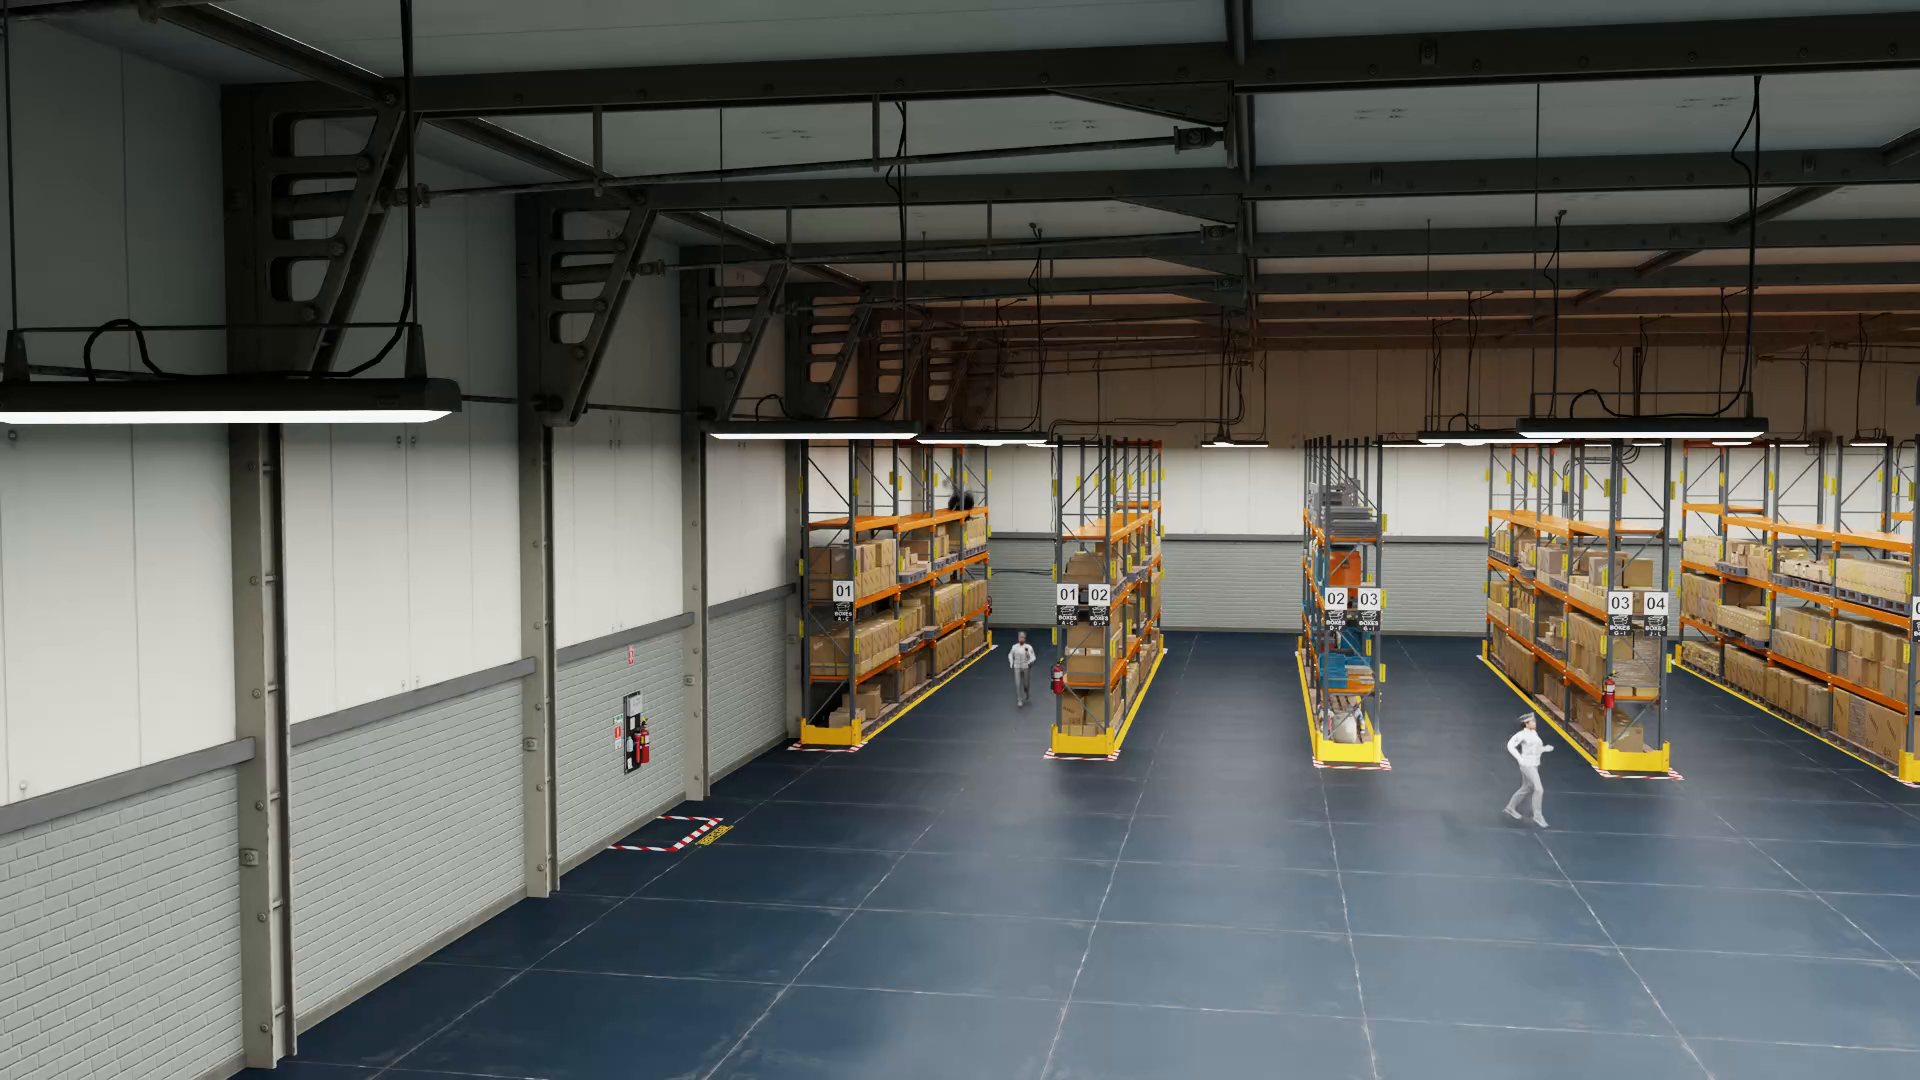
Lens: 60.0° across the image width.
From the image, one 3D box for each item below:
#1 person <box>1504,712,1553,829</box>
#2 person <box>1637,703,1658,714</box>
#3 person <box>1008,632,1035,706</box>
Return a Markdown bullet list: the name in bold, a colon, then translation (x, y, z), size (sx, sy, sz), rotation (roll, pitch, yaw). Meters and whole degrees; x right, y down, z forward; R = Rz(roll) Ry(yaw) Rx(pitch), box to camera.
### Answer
- **person**: translation (8.680, 3.494, 25.412), size (0.733, 1.740, 0.598), rotation (2, 4, 37)
- **person**: translation (15.067, 2.906, 36.484), size (0.580, 1.678, 0.904), rotation (0, 3, 5)
- **person**: translation (1.379, 2.876, 37.331), size (0.622, 1.649, 0.717), rotation (0, 3, 8)
